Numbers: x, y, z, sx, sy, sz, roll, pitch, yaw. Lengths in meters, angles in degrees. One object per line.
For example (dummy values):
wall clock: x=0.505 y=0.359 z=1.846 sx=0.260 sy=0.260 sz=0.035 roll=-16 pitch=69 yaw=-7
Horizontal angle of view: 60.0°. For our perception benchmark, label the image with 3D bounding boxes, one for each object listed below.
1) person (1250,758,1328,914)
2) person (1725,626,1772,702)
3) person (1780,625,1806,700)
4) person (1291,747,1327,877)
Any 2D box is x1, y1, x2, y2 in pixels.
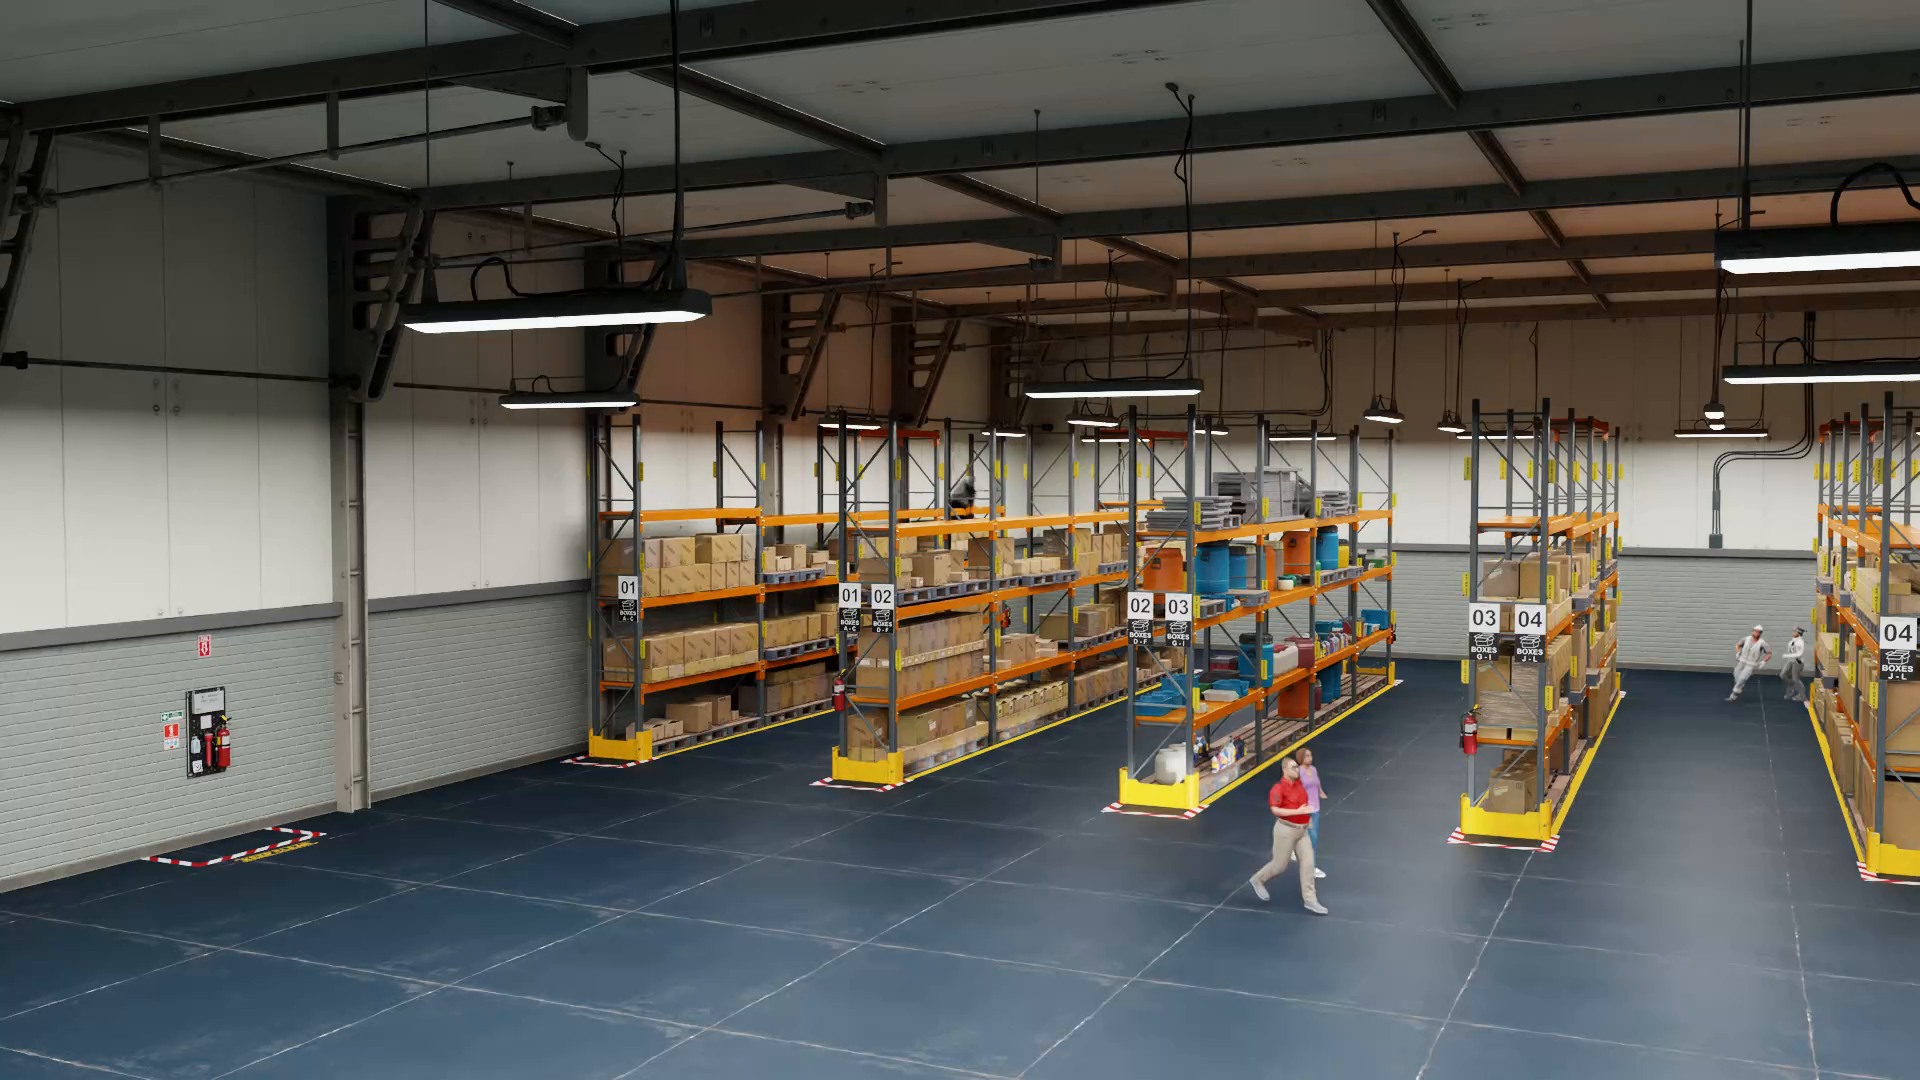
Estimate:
person: x=3.771 y=3.344 z=18.962 sx=0.667 sy=1.701 sz=0.983 roll=-2 pitch=3 yaw=-39
person: x=17.109 y=2.677 z=35.994 sx=0.821 sy=1.682 sz=0.782 roll=2 pitch=3 yaw=42
person: x=18.191 y=2.691 z=36.225 sx=0.595 sy=1.688 sz=0.603 roll=0 pitch=2 yaw=-2
person: x=4.273 y=3.362 z=20.710 sx=0.548 sy=1.563 sz=0.767 roll=-1 pitch=3 yaw=-32
